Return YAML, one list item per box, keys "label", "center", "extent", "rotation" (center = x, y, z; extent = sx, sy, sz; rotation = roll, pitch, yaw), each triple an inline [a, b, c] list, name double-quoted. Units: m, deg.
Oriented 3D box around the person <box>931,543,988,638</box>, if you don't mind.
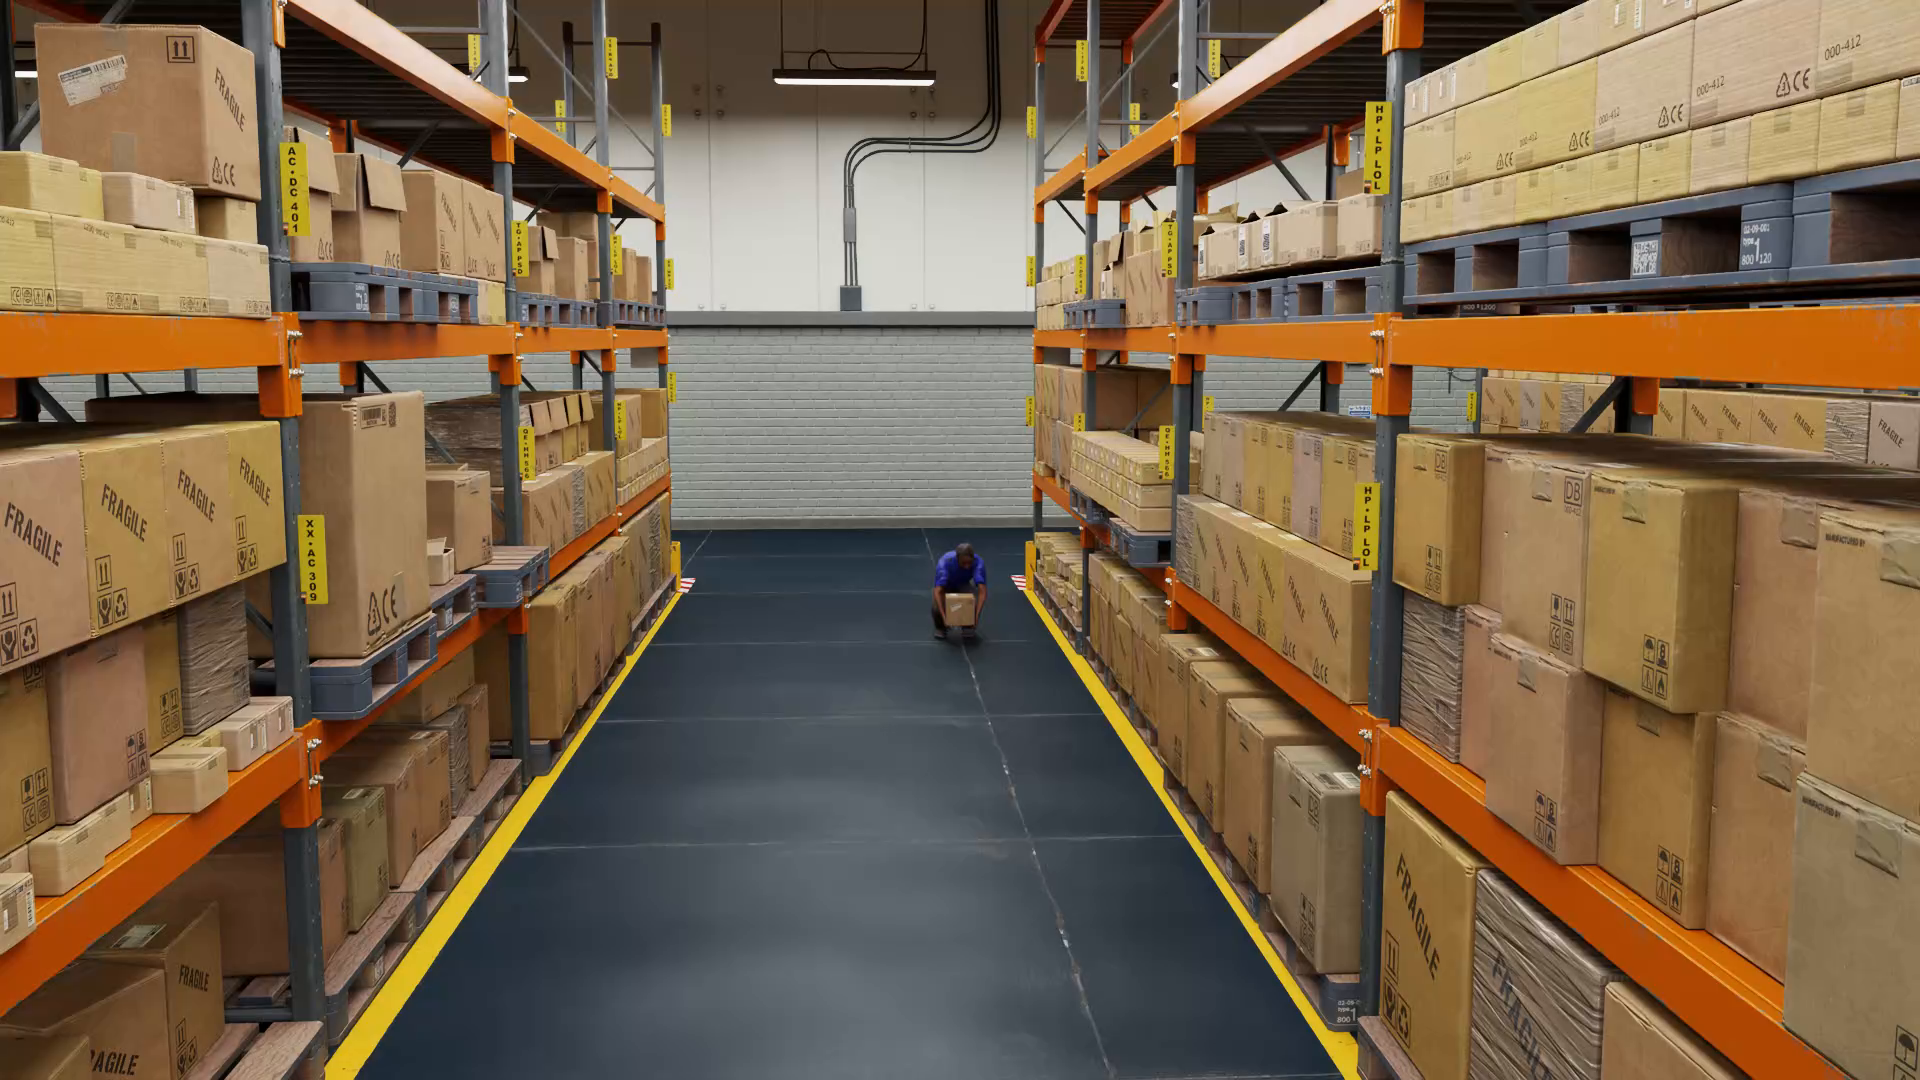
- label: "person"
  center: [-0.014, 0.453, 15.164]
  extent: [0.501, 0.918, 0.826]
  rotation: [-1, 7, -4]
